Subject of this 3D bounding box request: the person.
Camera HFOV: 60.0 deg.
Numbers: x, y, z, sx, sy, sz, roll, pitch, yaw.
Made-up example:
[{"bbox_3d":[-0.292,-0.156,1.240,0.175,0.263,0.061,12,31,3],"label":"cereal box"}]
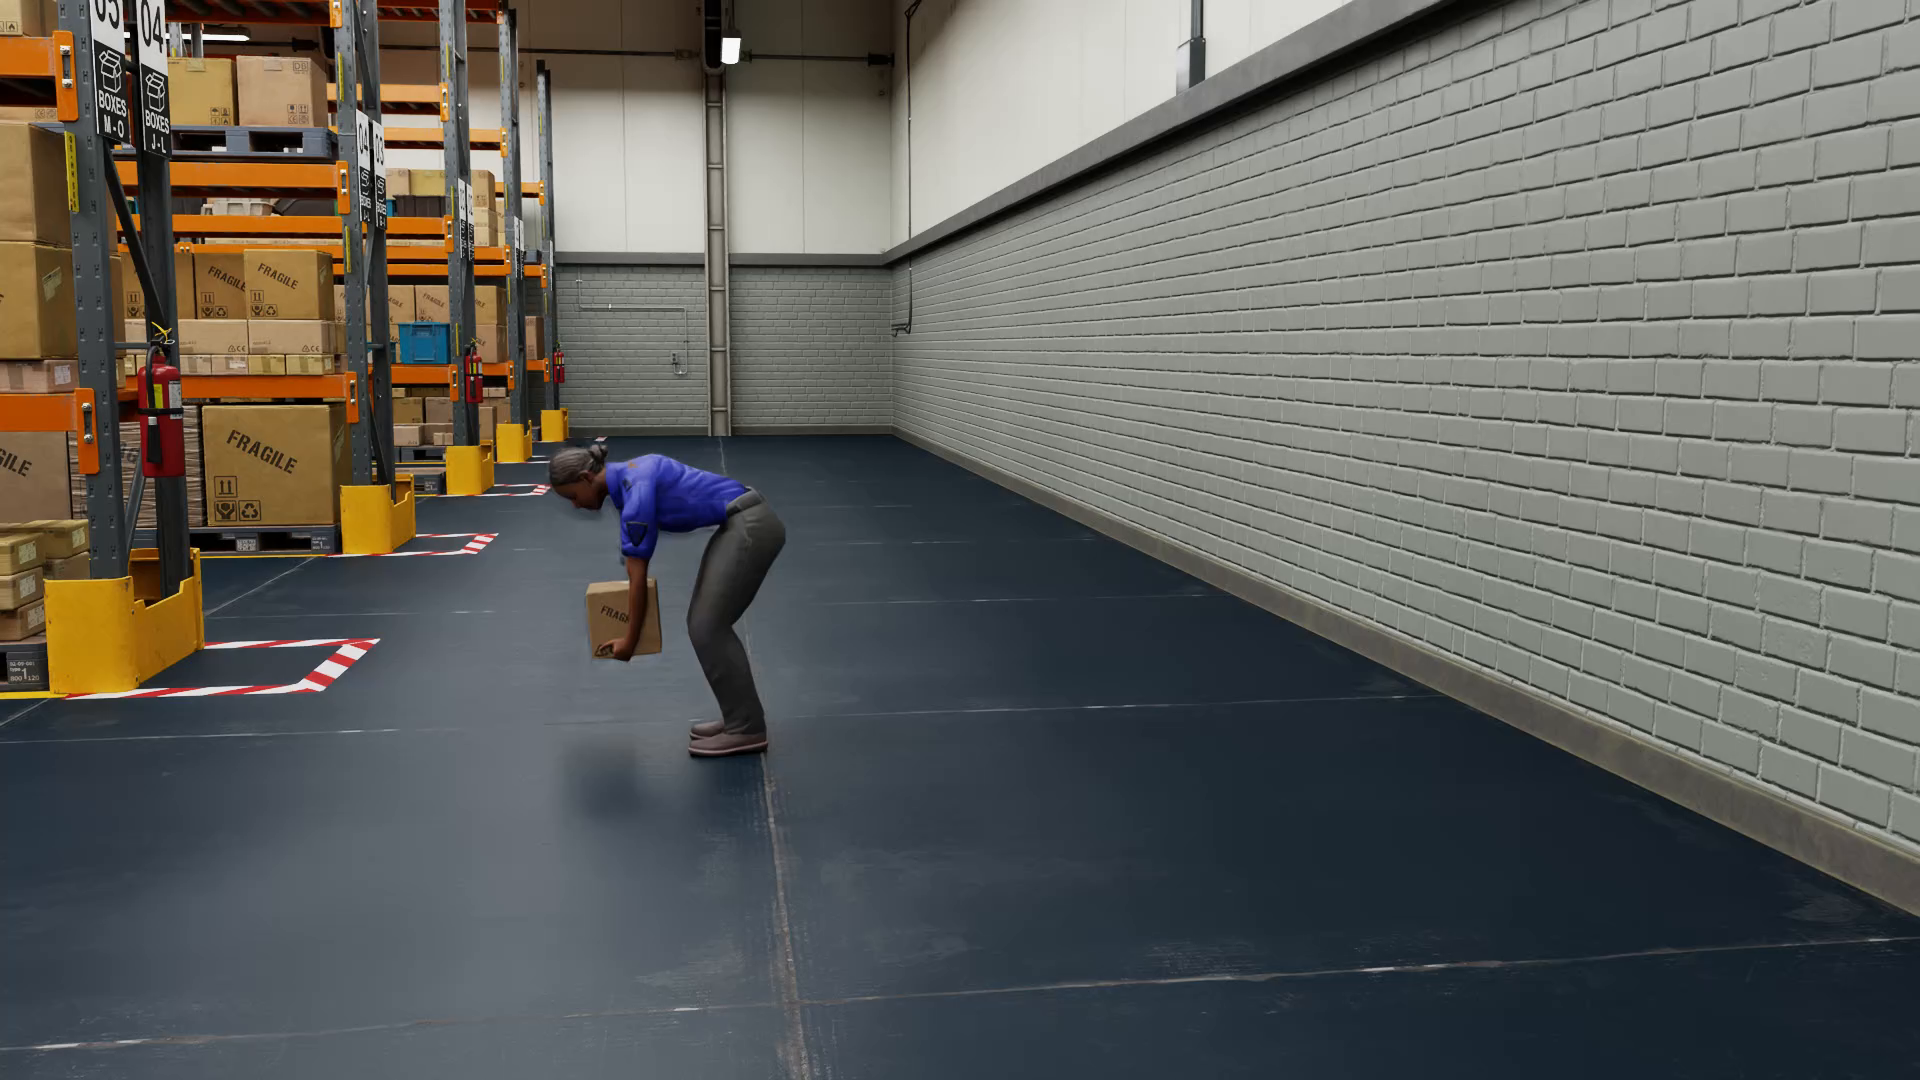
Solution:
[{"bbox_3d":[-1.083,0.215,6.219,0.858,1.155,0.418,-1,7,-10],"label":"person"}]
